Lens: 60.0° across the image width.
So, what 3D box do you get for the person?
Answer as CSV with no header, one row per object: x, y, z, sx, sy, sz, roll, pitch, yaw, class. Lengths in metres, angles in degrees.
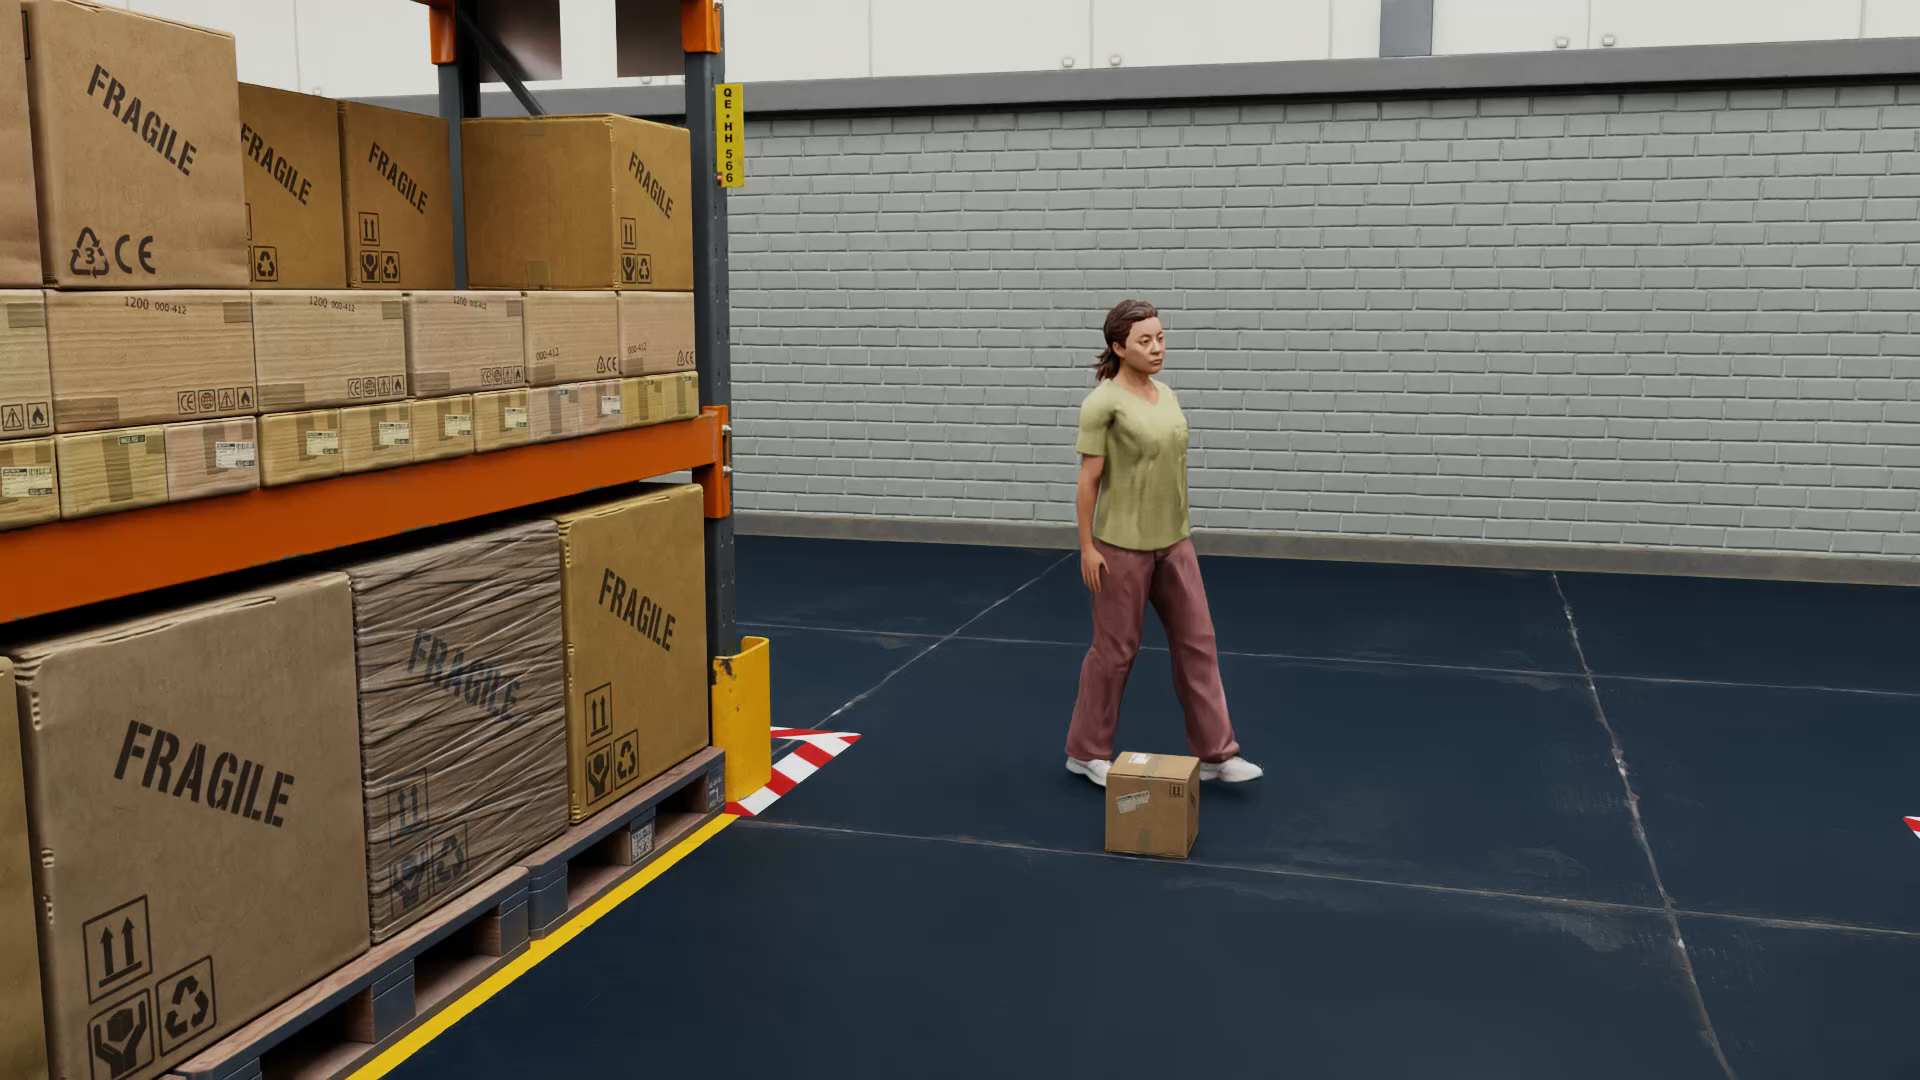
0.678,0.029,5.611,0.475,1.664,0.679,-7,11,-39,person
